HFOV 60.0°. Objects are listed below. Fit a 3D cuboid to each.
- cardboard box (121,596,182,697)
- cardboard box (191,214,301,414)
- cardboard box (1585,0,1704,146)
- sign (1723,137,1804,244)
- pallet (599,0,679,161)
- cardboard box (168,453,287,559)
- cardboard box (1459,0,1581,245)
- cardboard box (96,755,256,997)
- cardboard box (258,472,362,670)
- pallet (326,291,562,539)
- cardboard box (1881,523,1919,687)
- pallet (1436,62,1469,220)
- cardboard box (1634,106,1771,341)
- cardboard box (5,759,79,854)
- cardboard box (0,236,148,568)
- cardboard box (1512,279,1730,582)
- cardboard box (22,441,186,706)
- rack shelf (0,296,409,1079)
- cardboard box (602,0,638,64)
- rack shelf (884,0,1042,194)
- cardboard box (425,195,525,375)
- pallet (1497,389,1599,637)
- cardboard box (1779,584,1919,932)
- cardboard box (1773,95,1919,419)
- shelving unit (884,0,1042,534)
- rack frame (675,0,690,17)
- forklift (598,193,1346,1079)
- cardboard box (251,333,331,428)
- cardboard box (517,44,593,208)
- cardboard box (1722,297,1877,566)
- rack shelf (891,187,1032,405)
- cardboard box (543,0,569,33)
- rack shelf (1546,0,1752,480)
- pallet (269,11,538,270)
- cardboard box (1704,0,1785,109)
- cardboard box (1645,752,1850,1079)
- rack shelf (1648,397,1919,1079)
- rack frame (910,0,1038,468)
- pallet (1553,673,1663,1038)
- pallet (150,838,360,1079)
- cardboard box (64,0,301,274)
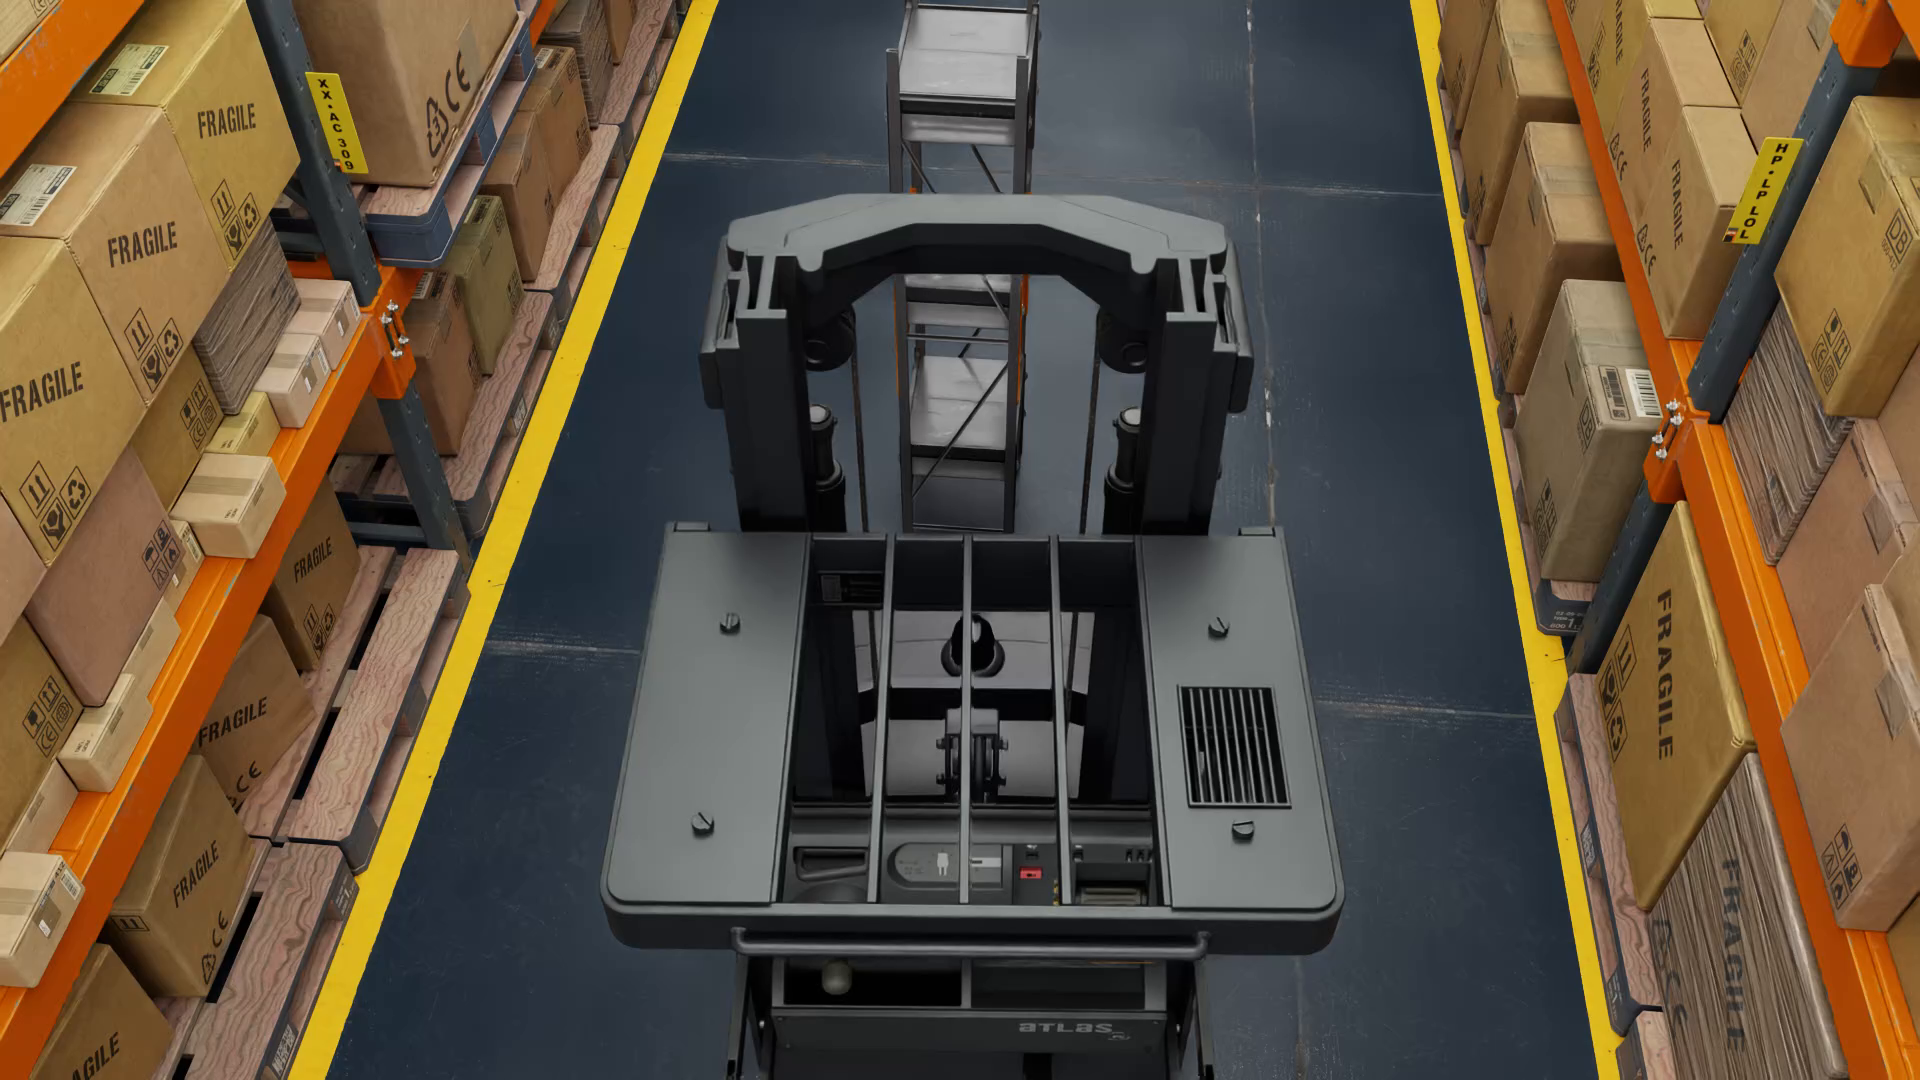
[{"bbox_3d":[-2.196,0.262,4.148,0.380,0.149,0.250,4,48,4],"label":"cardboard box"},{"bbox_3d":[-2.409,-0.724,4.610,0.875,0.500,0.500,4,48,4],"label":"cardboard box"},{"bbox_3d":[2.497,-1.686,5.692,0.500,0.500,0.500,4,48,4],"label":"cardboard box"},{"bbox_3d":[2.083,-0.902,4.311,0.100,0.325,0.005,4,48,4],"label":"sign"},{"bbox_3d":[-2.014,-2.340,8.247,1.003,0.211,1.213,4,48,4],"label":"pallet"},{"bbox_3d":[-2.060,-0.100,4.479,0.380,0.149,0.250,4,48,4],"label":"cardboard box"},{"bbox_3d":[2.767,-1.746,7.054,1.050,0.750,0.750,5,48,4],"label":"cardboard box"},{"bbox_3d":[-2.405,0.960,4.749,0.500,0.500,0.500,0,48,0],"label":"cardboard box"},{"bbox_3d":[-2.382,0.077,5.556,0.500,0.500,0.500,3,48,2],"label":"cardboard box"},{"bbox_3d":[-2.237,-0.547,6.608,1.003,0.211,1.213,4,48,4],"label":"pallet"},{"bbox_3d":[2.436,0.145,3.251,0.875,0.550,0.550,4,48,4],"label":"cardboard box"},{"bbox_3d":[2.842,-1.932,7.874,1.003,0.211,1.213,4,48,4],"label":"pallet"},{"bbox_3d":[2.405,-0.944,5.012,0.500,0.500,0.500,4,48,3],"label":"cardboard box"},{"bbox_3d":[-2.283,0.626,3.815,0.380,0.149,0.250,4,48,4],"label":"cardboard box"},{"bbox_3d":[-2.164,-0.304,3.548,0.500,0.500,0.500,4,48,4],"label":"cardboard box"},{"bbox_3d":[2.591,-0.353,5.780,1.050,0.750,0.750,4,48,3],"label":"cardboard box"},{"bbox_3d":[-2.435,0.015,3.934,0.875,0.500,0.500,4,48,4],"label":"cardboard box"},{"bbox_3d":[-2.488,0.796,3.976,1.077,0.370,4.000,4,48,4],"label":"rack shelf"},{"bbox_3d":[-1.983,-2.667,8.052,0.700,0.500,0.500,2,48,1],"label":"cardboard box"},{"bbox_3d":[0.015,-1.294,5.080,0.431,0.518,0.480,4,48,4],"label":"rack shelf"},{"bbox_3d":[-2.167,-1.020,6.546,0.700,0.500,0.500,4,48,3],"label":"cardboard box"},{"bbox_3d":[2.619,-0.139,6.234,1.003,0.211,1.213,4,48,4],"label":"pallet"},{"bbox_3d":[2.408,0.508,3.651,0.875,0.550,0.550,4,48,4],"label":"cardboard box"},{"bbox_3d":[2.556,-0.655,3.983,0.875,0.550,0.550,4,48,4],"label":"cardboard box"},{"bbox_3d":[0.015,-0.830,5.586,0.431,2.100,0.503,4,48,4],"label":"shelving unit"},{"bbox_3d":[-1.942,-3.856,7.744,1.000,3.000,0.127,4,48,4],"label":"rack frame"},{"bbox_3d":[0.022,0.890,3.449,1.130,2.935,3.031,0,48,0],"label":"forklift"},{"bbox_3d":[-2.065,-0.471,4.818,0.380,0.149,0.250,4,48,4],"label":"cardboard box"},{"bbox_3d":[-2.065,-1.841,7.297,0.700,0.500,0.500,7,48,7],"label":"cardboard box"},{"bbox_3d":[2.602,-0.287,4.378,0.875,0.550,0.550,4,48,4],"label":"cardboard box"},{"bbox_3d":[0.015,-0.821,5.597,0.431,0.518,0.480,4,48,4],"label":"rack shelf"},{"bbox_3d":[-2.011,-2.529,7.418,0.500,0.250,0.500,9,48,8],"label":"cardboard box"},{"bbox_3d":[2.806,-1.735,6.292,1.077,0.370,4.000,4,48,4],"label":"rack shelf"},{"bbox_3d":[-2.092,-1.403,5.631,1.003,0.211,1.213,4,48,4],"label":"pallet"},{"bbox_3d":[2.708,-1.623,4.956,0.700,0.500,0.500,3,48,3],"label":"cardboard box"},{"bbox_3d":[2.419,1.187,4.287,0.875,0.875,0.875,4,48,4],"label":"cardboard box"},{"bbox_3d":[2.442,1.204,3.603,1.077,0.370,4.000,4,48,4],"label":"rack shelf"},{"bbox_3d":[0.037,-1.010,5.750,0.400,2.100,0.015,4,48,4],"label":"rack frame"},{"bbox_3d":[2.477,0.986,5.205,1.003,0.211,1.213,4,48,4],"label":"pallet"},{"bbox_3d":[-2.441,1.420,4.808,1.003,0.211,1.213,4,48,4],"label":"pallet"},{"bbox_3d":[-2.073,-1.039,4.220,0.500,0.500,0.500,4,48,4],"label":"cardboard box"}]
